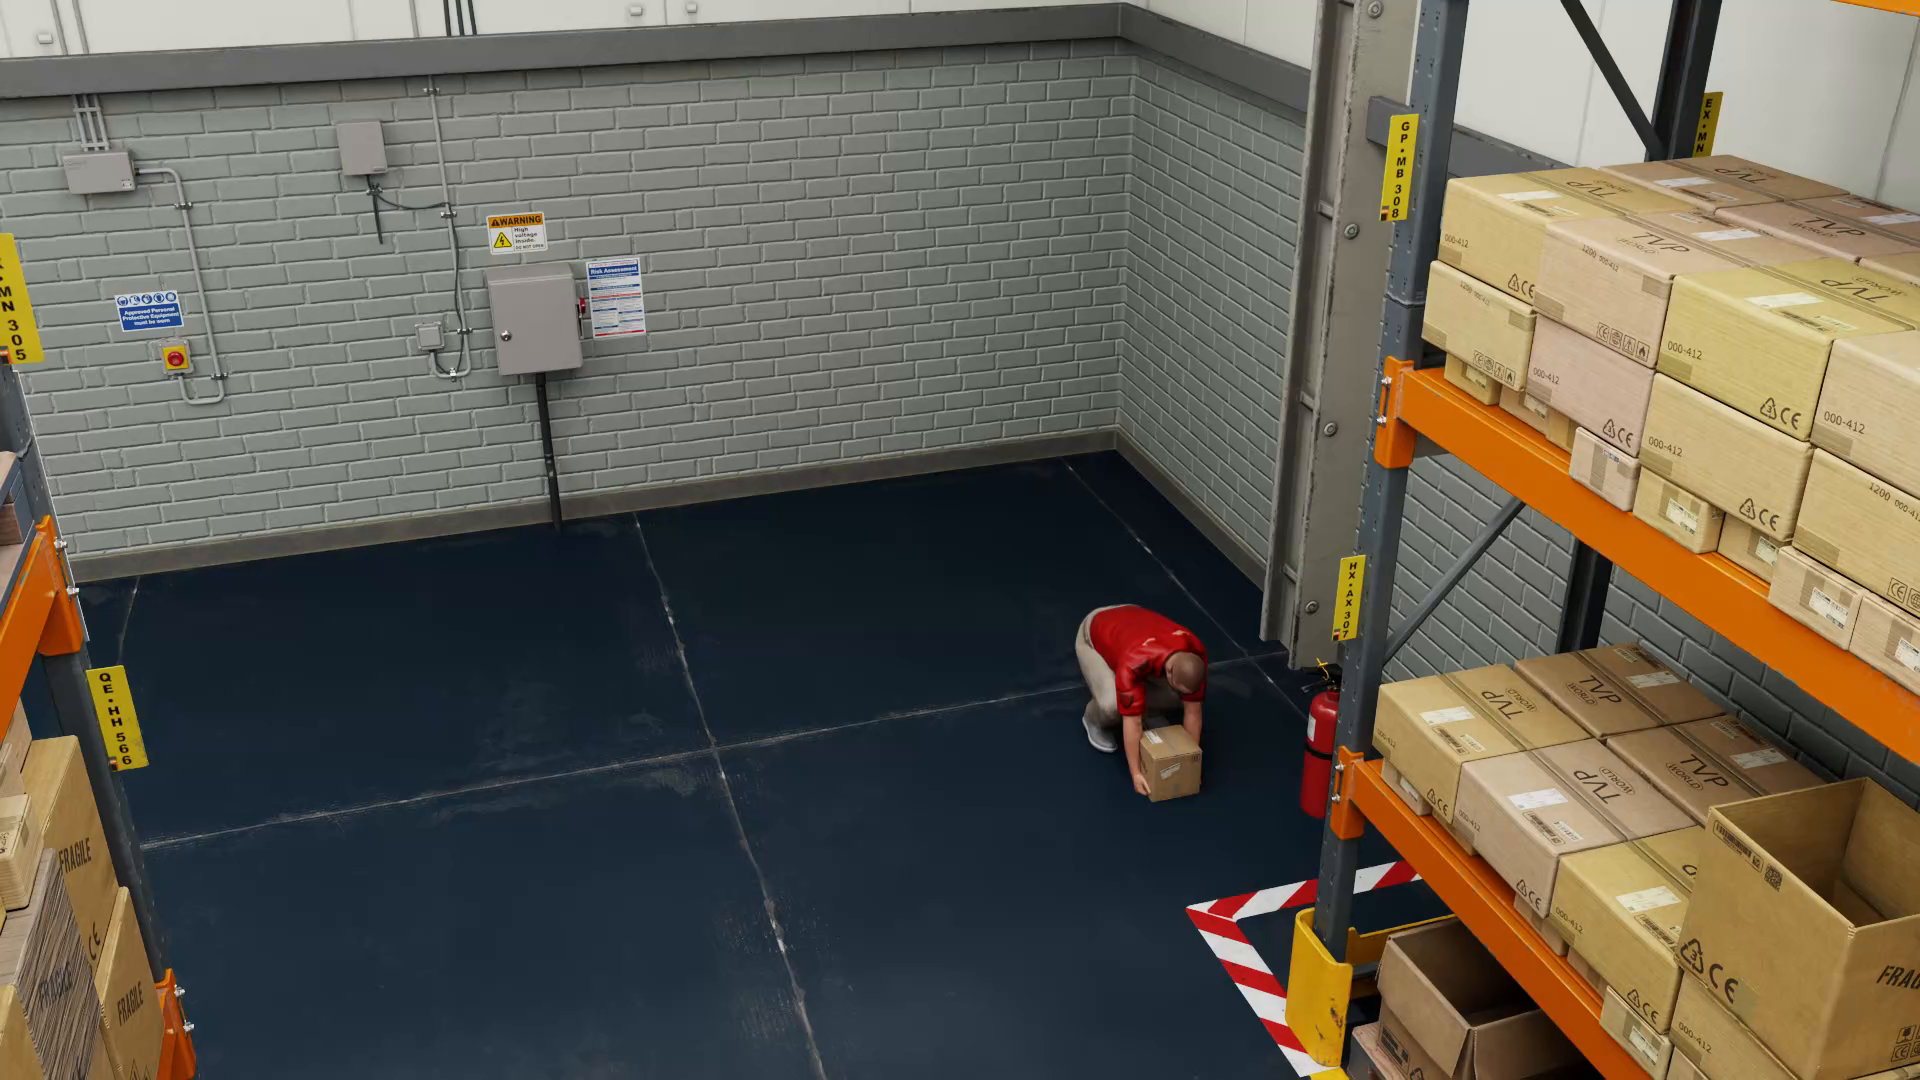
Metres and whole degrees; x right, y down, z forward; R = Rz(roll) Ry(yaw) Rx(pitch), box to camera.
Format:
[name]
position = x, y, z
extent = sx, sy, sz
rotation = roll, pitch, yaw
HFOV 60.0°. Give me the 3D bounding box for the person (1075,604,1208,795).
[person]
position = 0.910, 0.733, 8.263
extent = 0.520, 0.780, 0.932
rotation = -9, 28, -17
